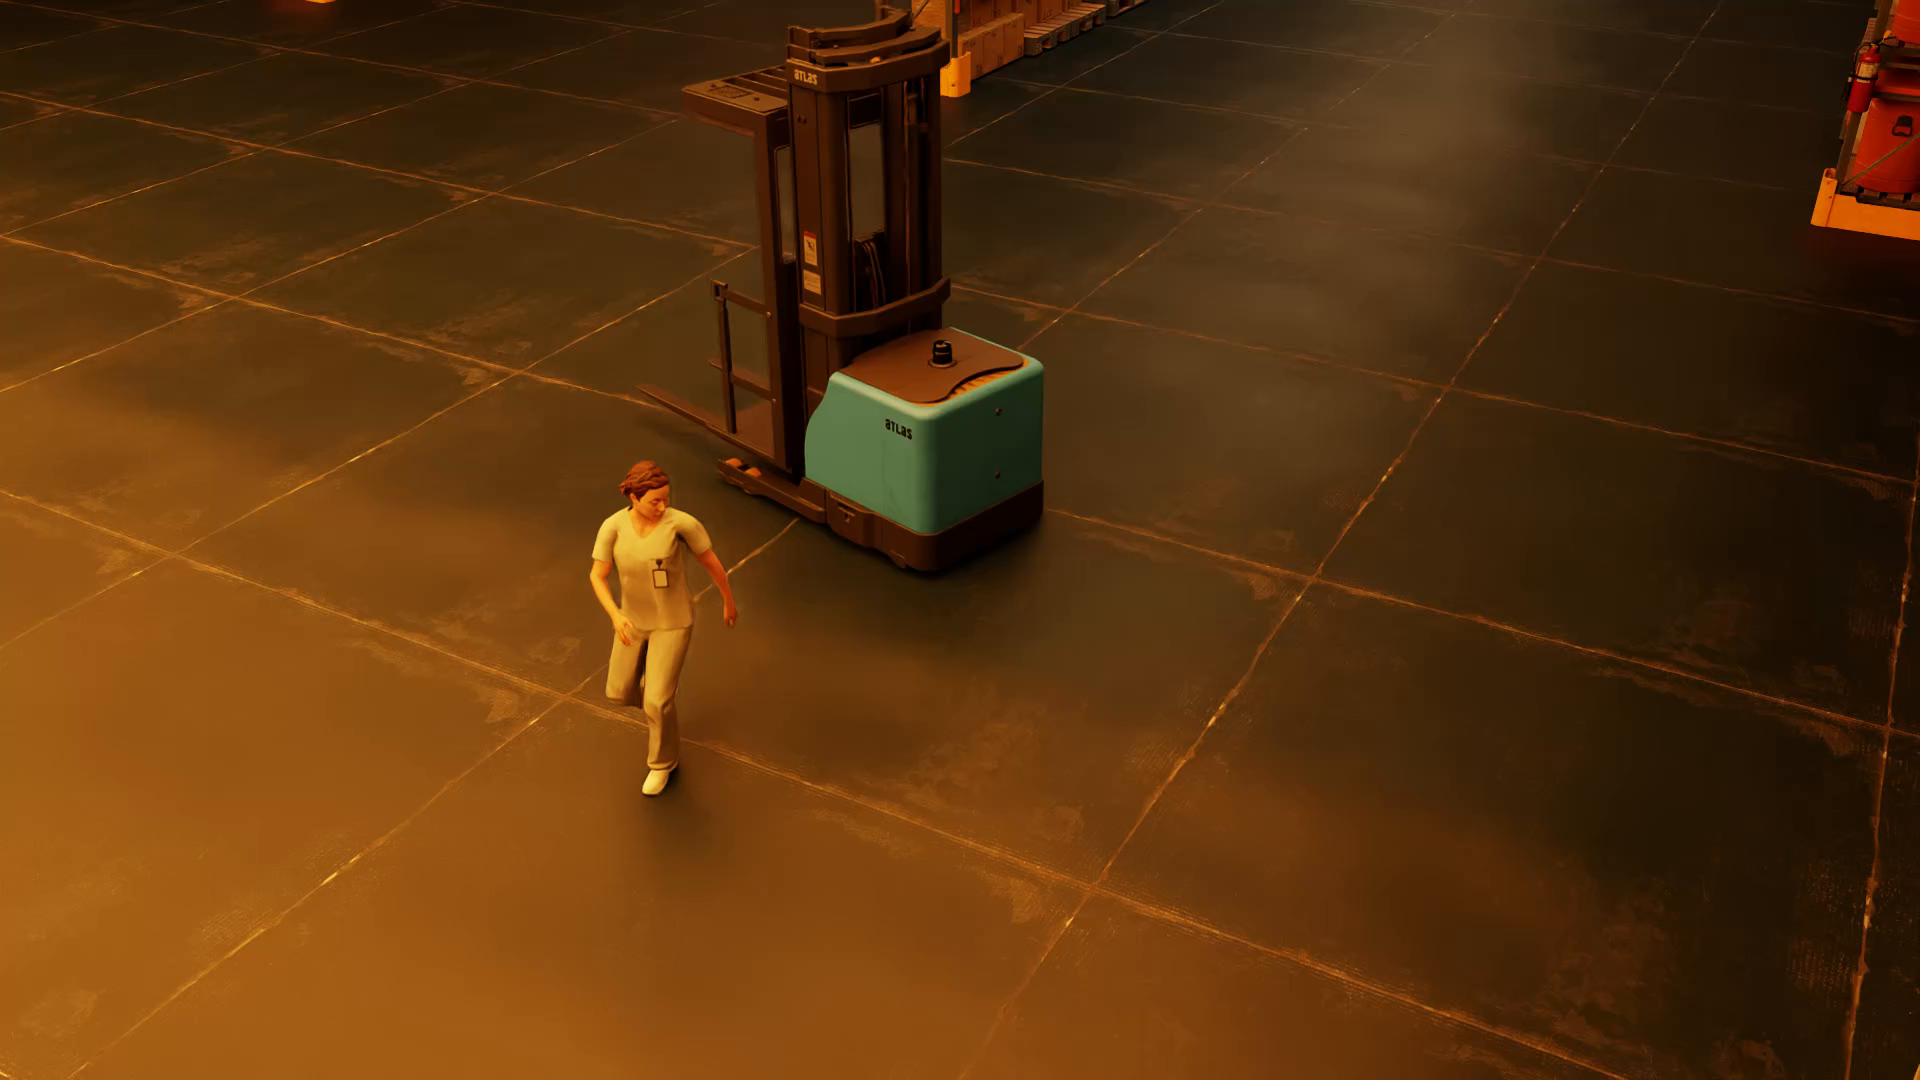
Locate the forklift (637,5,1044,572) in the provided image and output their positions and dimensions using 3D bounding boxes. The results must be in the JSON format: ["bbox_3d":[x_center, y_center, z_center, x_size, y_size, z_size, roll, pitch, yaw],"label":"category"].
[{"bbox_3d":[-0.899,-1.720,10.051,3.031,2.935,1.130,26,39,37],"label":"forklift"}]

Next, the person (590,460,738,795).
[{"bbox_3d":[-1.386,0.379,7.736,0.586,1.621,0.610,9,31,15],"label":"person"}]
